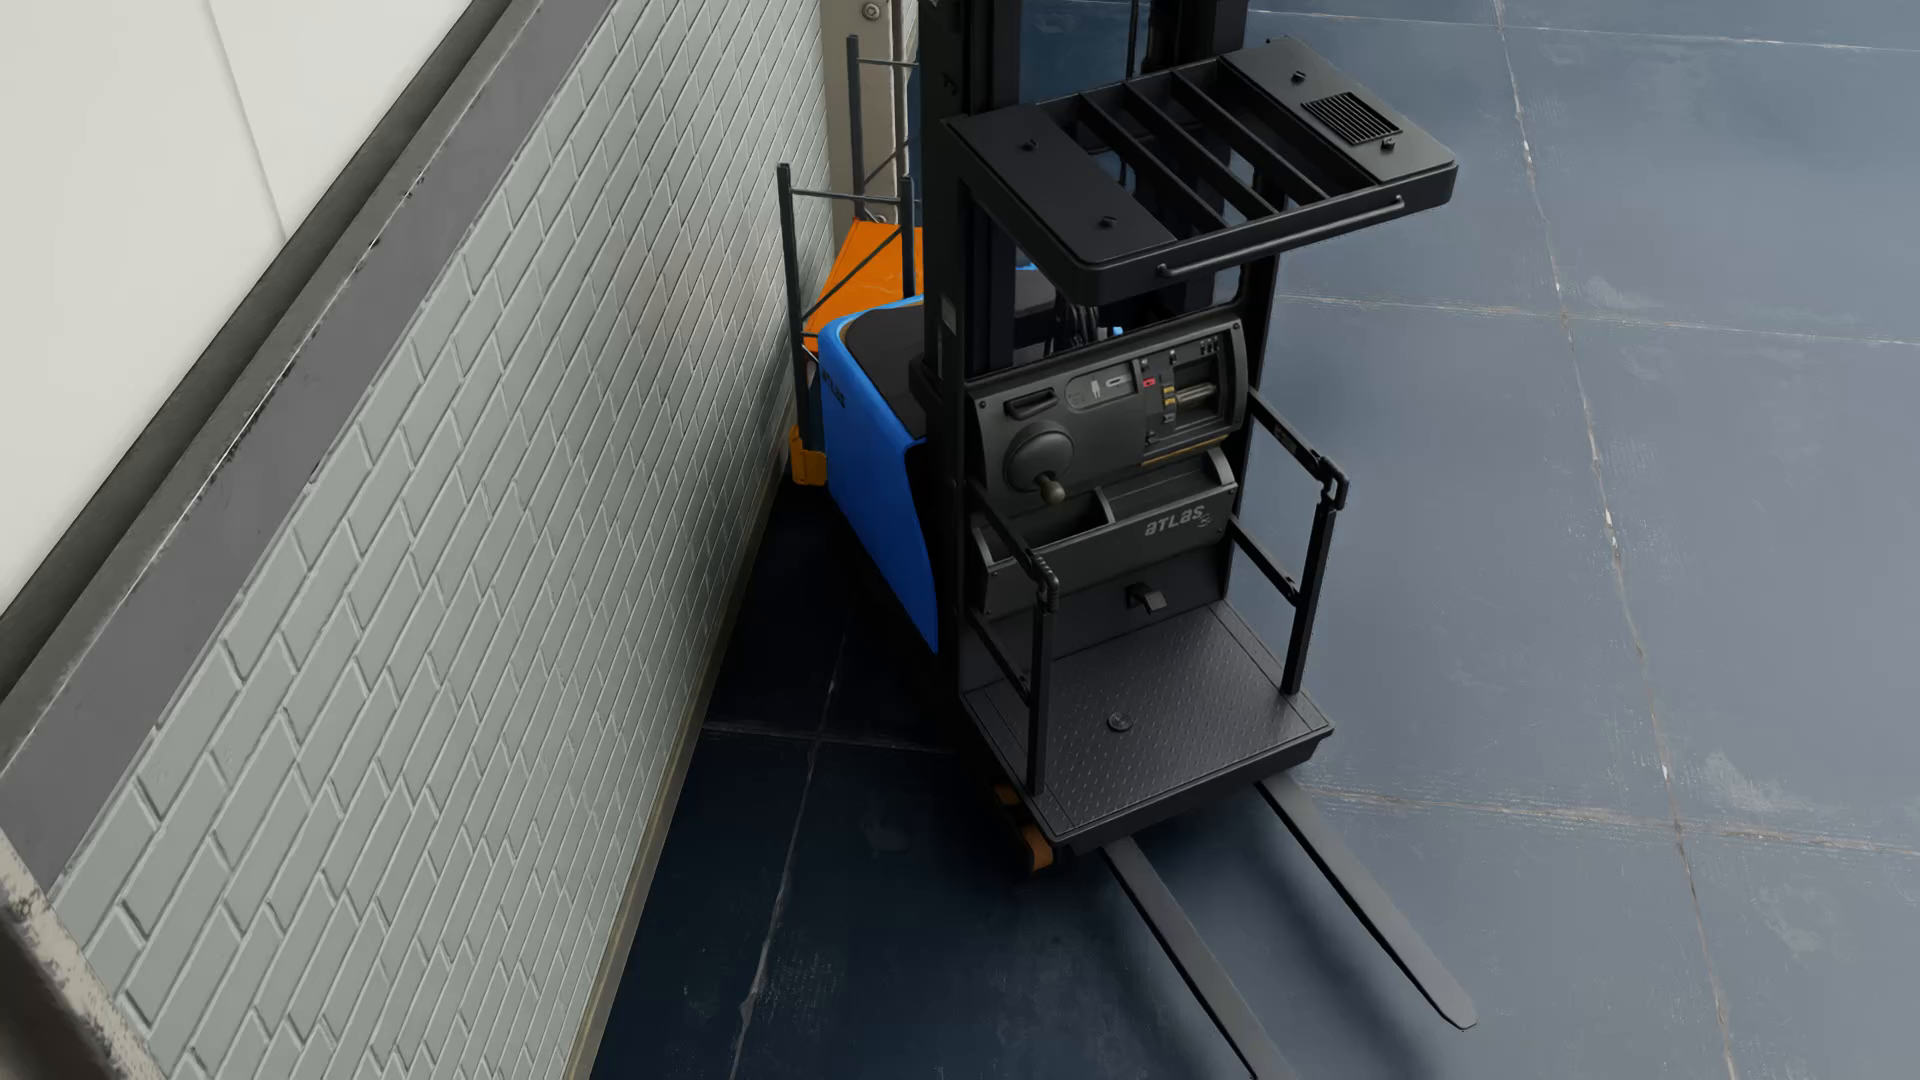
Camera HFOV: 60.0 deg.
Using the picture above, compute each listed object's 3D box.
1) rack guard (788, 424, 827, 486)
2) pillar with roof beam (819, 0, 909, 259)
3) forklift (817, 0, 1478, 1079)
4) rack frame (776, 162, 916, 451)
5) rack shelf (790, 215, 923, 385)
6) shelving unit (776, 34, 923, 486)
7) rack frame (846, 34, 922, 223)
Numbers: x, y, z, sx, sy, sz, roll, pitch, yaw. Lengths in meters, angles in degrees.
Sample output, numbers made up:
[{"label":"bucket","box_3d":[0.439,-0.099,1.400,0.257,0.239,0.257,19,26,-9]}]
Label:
[{"label":"rack guard","box_3d":[-0.414,-0.323,6.909,0.587,0.250,0.087,8,44,8]},{"label":"pillar with roof beam","box_3d":[3.841,-4.232,4.674,9.100,9.000,0.400,5,44,6]},{"label":"forklift","box_3d":[0.568,-0.309,4.944,1.130,2.935,3.031,-19,47,-19]},{"label":"rack frame","box_3d":[-0.414,-0.776,6.479,0.500,1.500,0.032,8,44,8]},{"label":"rack shelf","box_3d":[-0.313,-0.988,6.964,0.538,0.185,1.000,8,44,8]},{"label":"shelving unit","box_3d":[-0.315,-1.112,6.834,0.587,1.500,1.083,8,44,8]},{"label":"rack frame","box_3d":[-0.212,-1.461,7.202,0.500,1.500,0.032,8,44,8]}]
